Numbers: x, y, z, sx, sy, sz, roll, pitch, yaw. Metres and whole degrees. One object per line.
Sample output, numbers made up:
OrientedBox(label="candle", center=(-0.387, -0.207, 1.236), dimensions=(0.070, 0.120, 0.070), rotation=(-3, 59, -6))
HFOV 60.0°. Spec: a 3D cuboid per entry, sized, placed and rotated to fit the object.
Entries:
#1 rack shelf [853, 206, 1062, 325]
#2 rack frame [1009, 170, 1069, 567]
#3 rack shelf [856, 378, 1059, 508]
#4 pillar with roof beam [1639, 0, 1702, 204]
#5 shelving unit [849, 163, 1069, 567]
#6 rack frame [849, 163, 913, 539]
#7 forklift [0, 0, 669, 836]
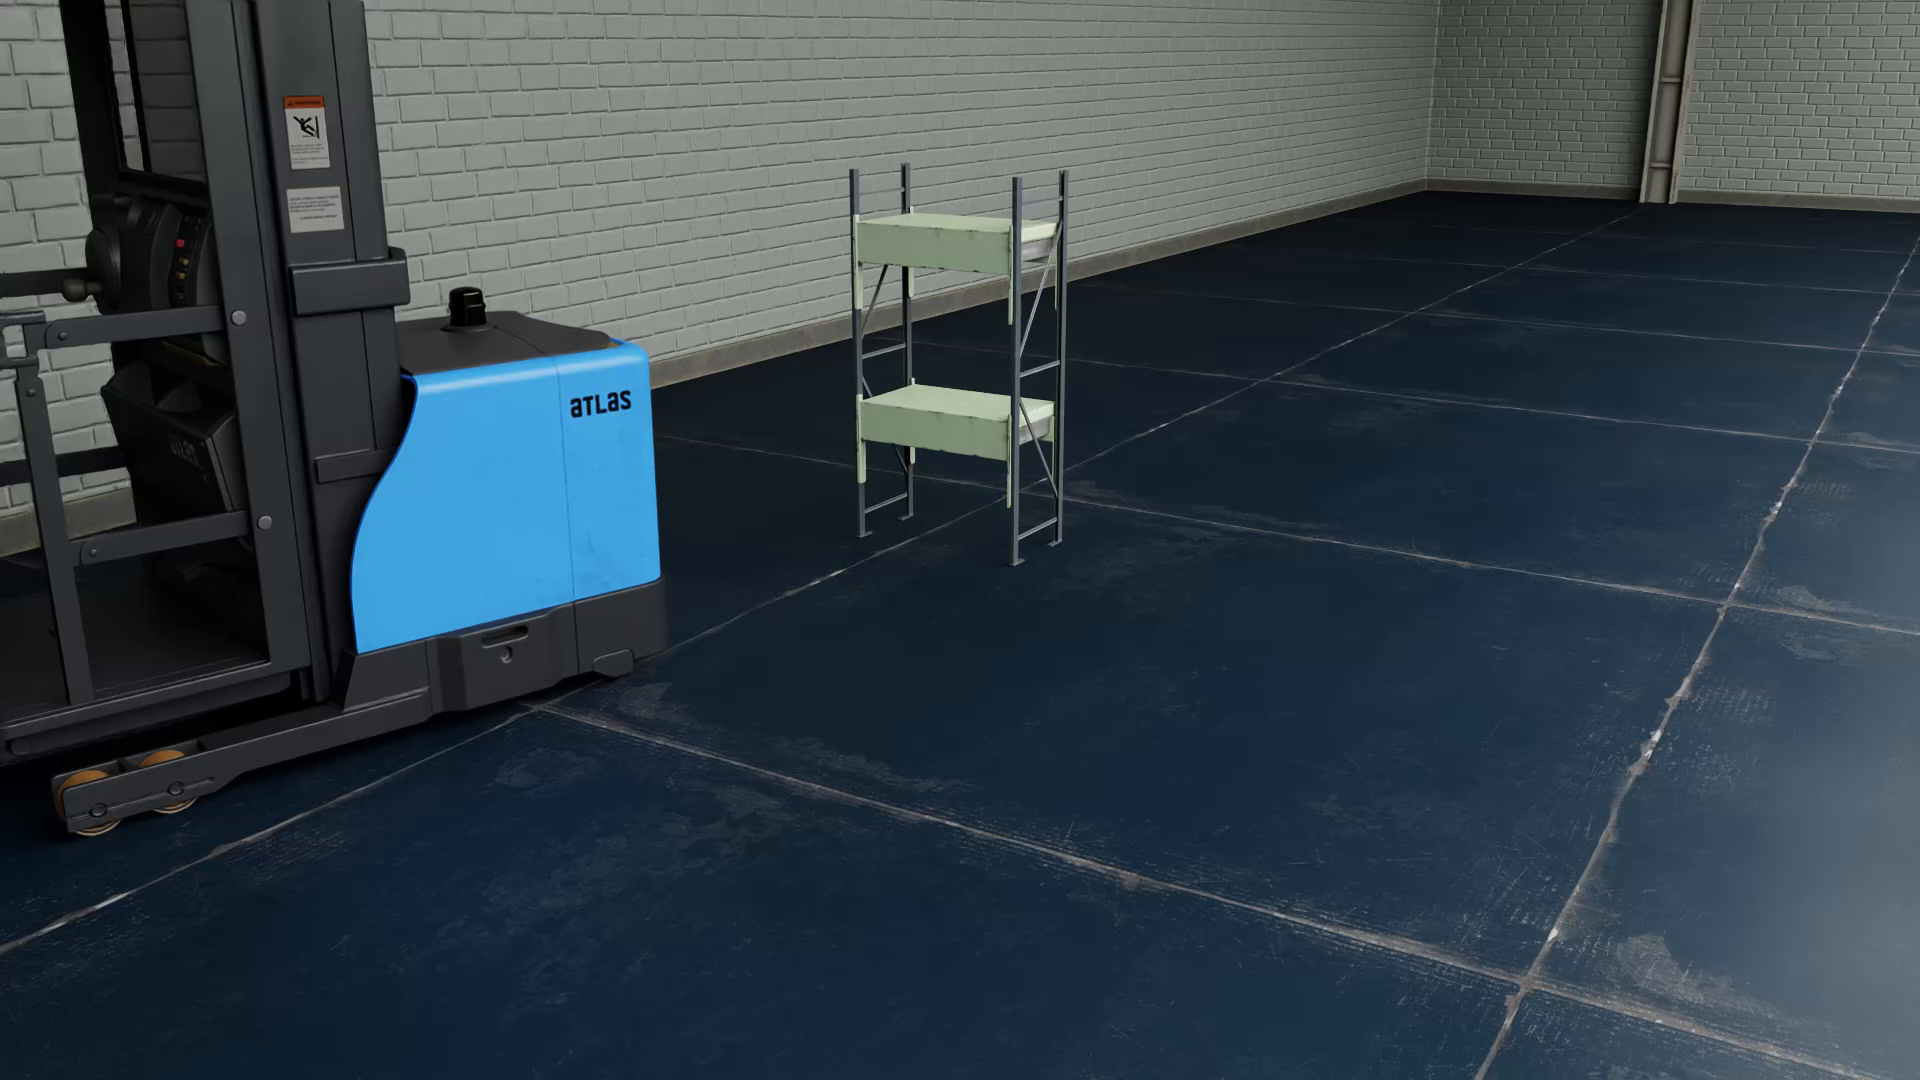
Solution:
OrientedBox(label="rack shelf", center=(-0.006, -1.092, 6.553), dimensions=(0.720, 0.370, 0.431), rotation=(10, 20, 30))
OrientedBox(label="rack frame", center=(0.306, -0.663, 6.483), dimensions=(0.023, 1.500, 0.400), rotation=(10, 20, 30))
OrientedBox(label="rack shelf", center=(-0.006, -0.407, 6.761), dimensions=(0.720, 0.370, 0.431), rotation=(10, 20, 30))
OrientedBox(label="pillar with roof beam", center=(6.479, -7.469, 15.986), dimensions=(0.400, 9.000, 9.100), rotation=(10, 20, 30))
OrientedBox(label="shelving unit", center=(-0.006, -0.719, 6.667), dimensions=(0.755, 1.500, 0.431), rotation=(10, 20, 30))
OrientedBox(label="rack frame", center=(-0.318, -0.774, 6.850), dimensions=(0.023, 1.500, 0.400), rotation=(10, 20, 30))
OrientedBox(label="forklift", center=(-2.395, -0.801, 4.477), dimensions=(3.031, 2.935, 1.130), rotation=(-15, 22, -40))
